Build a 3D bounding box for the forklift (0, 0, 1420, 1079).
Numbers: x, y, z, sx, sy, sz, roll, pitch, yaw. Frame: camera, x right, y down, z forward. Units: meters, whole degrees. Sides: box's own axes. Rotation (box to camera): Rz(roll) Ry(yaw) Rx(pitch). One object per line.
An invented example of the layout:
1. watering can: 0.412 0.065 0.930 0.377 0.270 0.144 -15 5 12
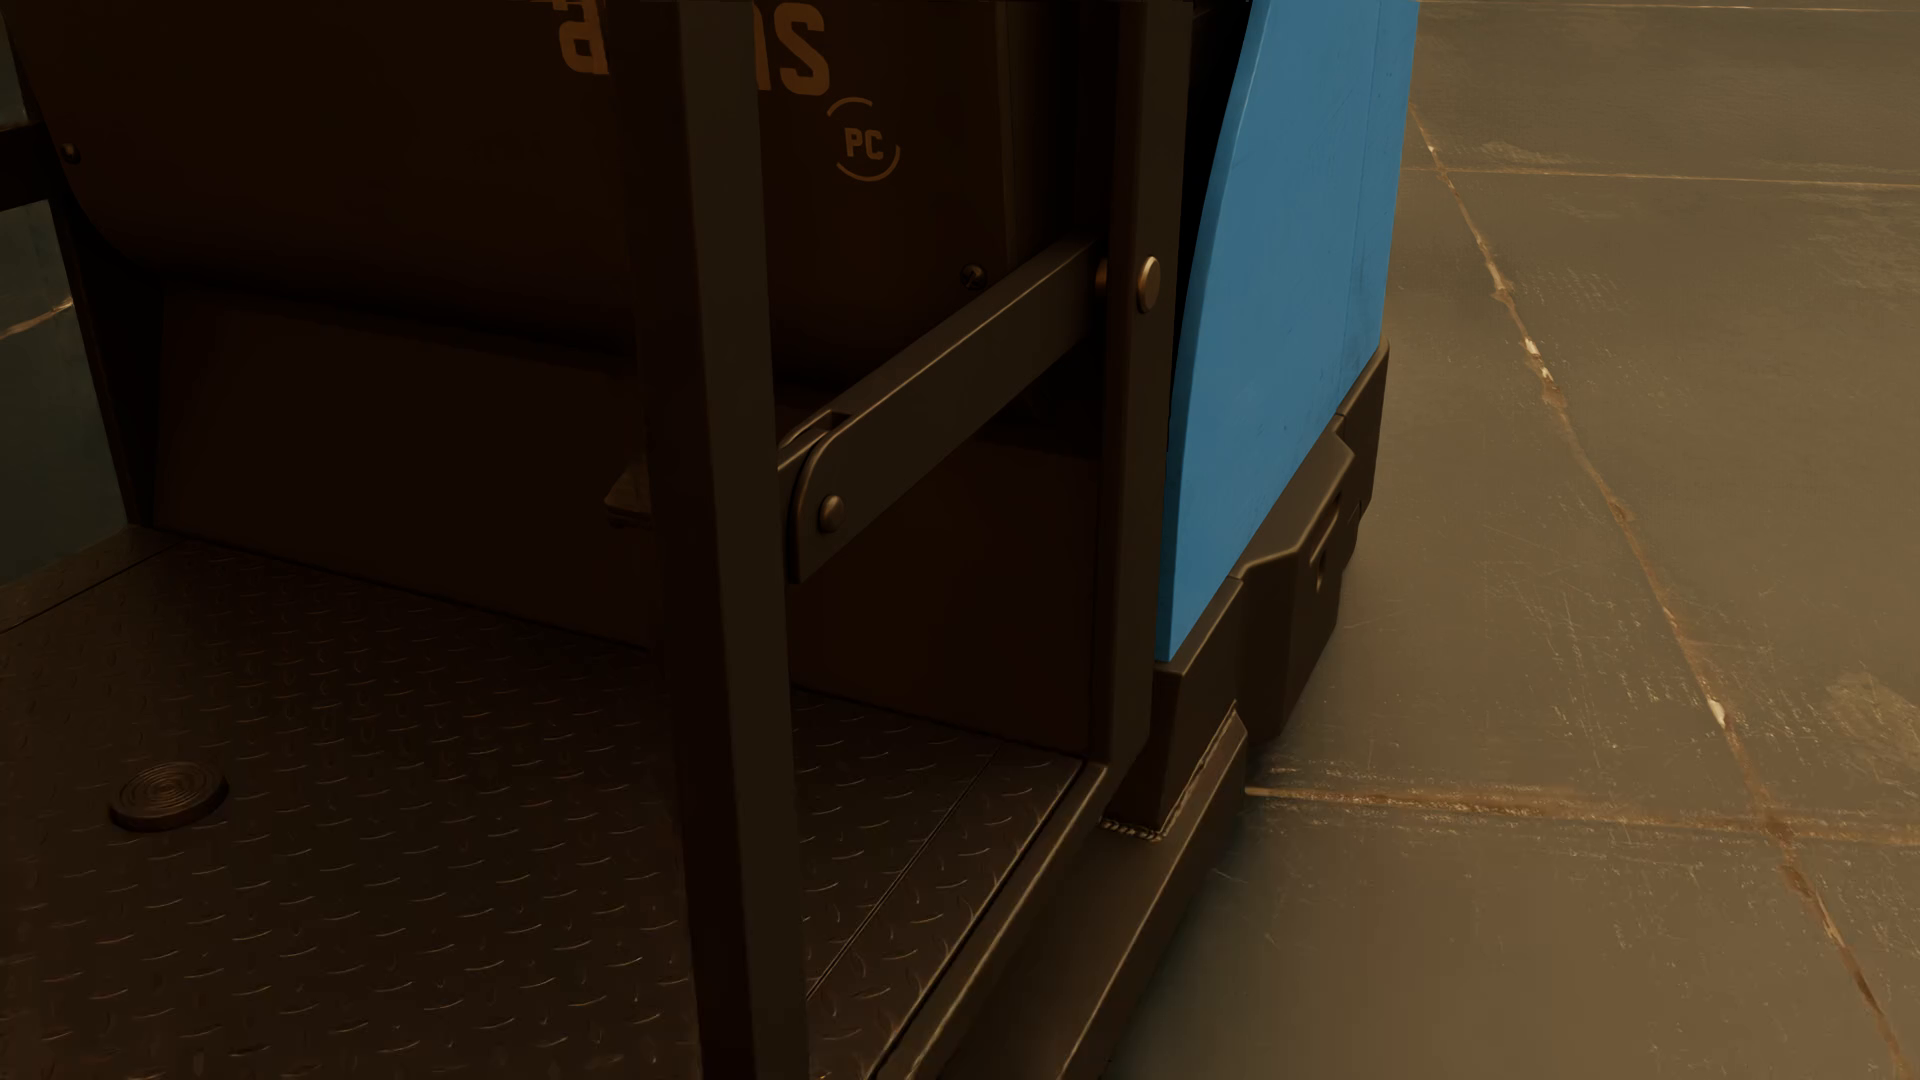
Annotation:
1. forklift: -0.456 -0.826 0.872 1.130 2.935 3.031 11 29 22
